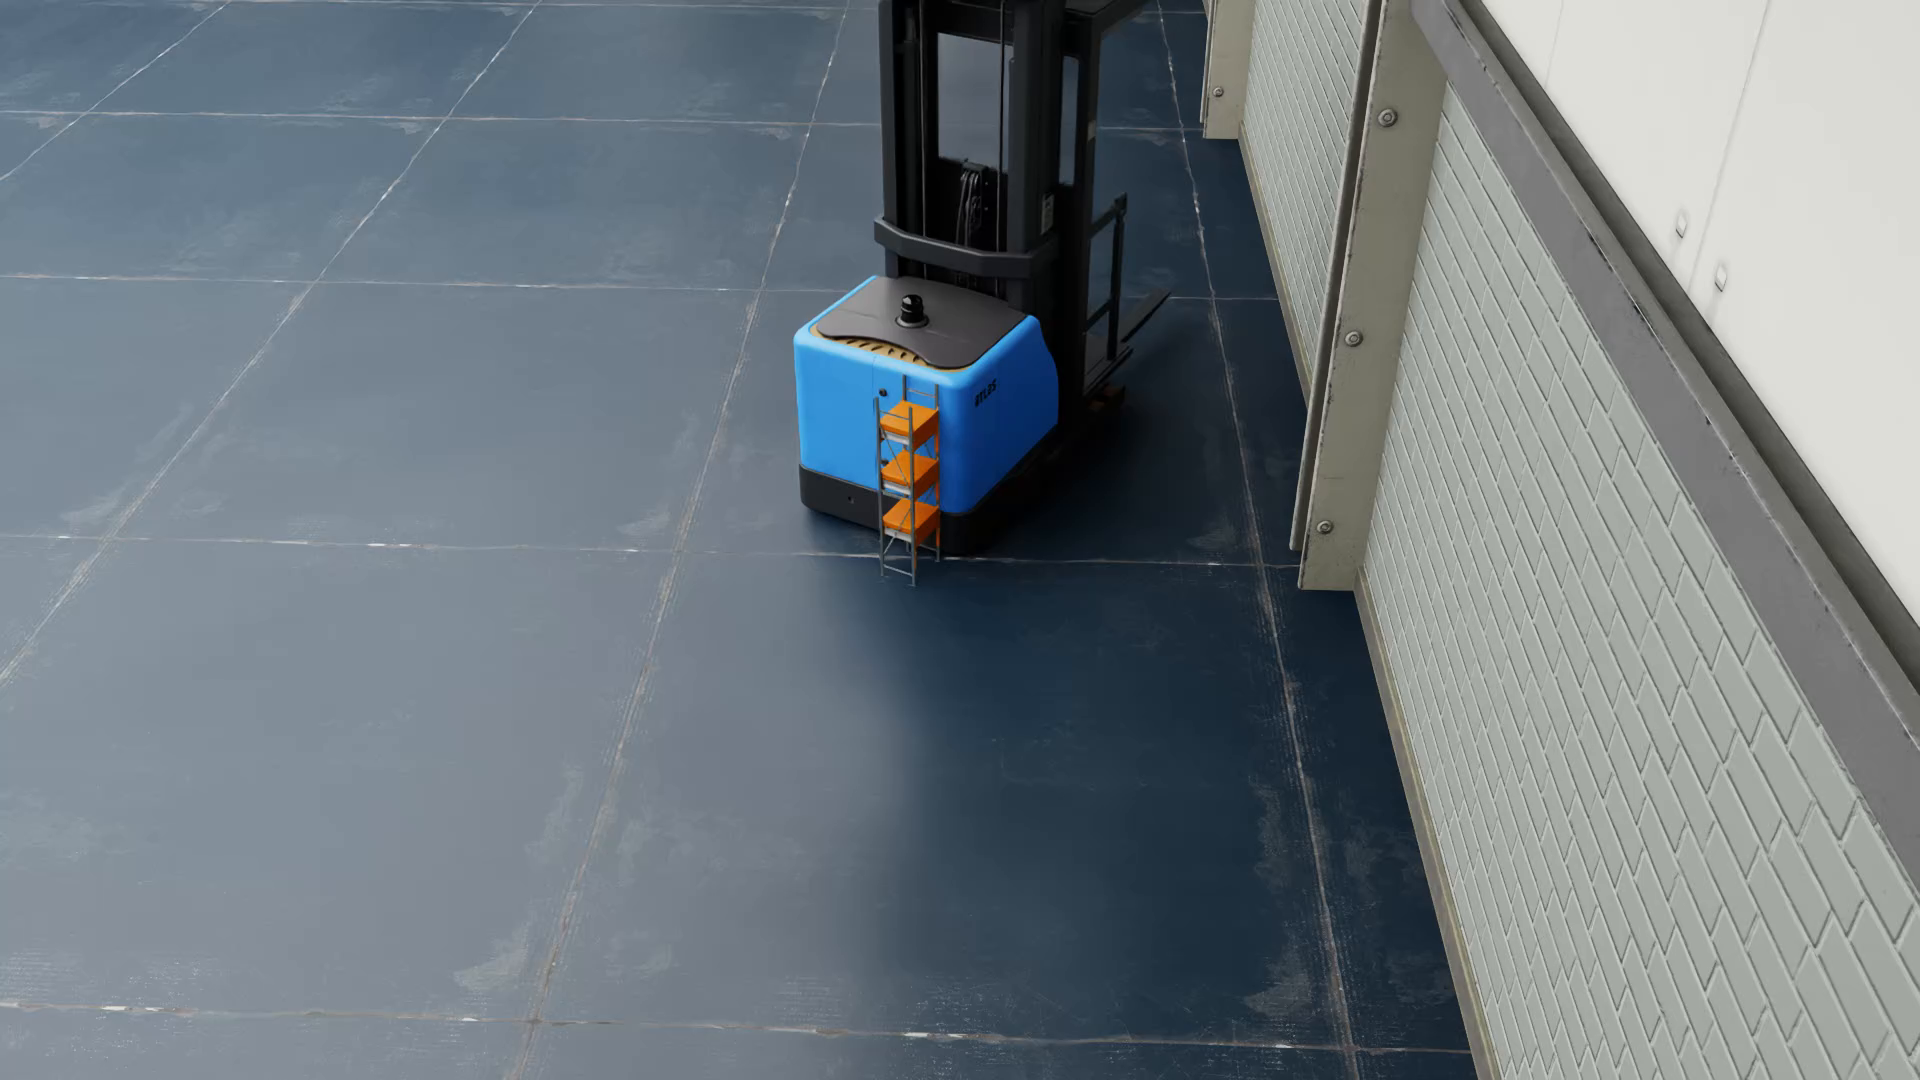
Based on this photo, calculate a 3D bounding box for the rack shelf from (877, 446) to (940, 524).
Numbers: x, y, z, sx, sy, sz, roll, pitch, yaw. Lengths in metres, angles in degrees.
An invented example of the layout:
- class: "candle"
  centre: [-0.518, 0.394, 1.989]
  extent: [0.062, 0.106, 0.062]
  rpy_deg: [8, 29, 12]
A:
- class: "rack shelf"
  centre: [-0.250, -0.270, 8.185]
  extent: [0.215, 0.259, 0.240]
  rpy_deg: [18, 39, 24]

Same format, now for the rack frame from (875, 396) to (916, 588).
- class: "rack frame"
  centre: [-0.310, -0.217, 8.092]
  extent: [0.200, 1.050, 0.008]
  rpy_deg: [18, 39, 24]

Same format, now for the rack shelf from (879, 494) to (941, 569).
- class: "rack shelf"
  centre: [-0.250, -0.042, 8.344]
  extent: [0.215, 0.259, 0.240]
  rpy_deg: [18, 39, 24]

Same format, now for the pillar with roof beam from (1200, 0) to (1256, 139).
- class: "pillar with roof beam"
  centre: [-2.197, -7.092, 10.960]
  extent: [9.100, 9.000, 0.400]
  rpy_deg: [1, 35, 2]

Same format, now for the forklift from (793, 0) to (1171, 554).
- class: "forklift"
  centre: [0.310, -1.954, 8.927]
  extent: [1.130, 2.935, 3.031]
  rpy_deg: [18, 39, 24]

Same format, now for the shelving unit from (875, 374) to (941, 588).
- class: "shelving unit"
  centre: [-0.250, -0.278, 8.179]
  extent: [0.215, 1.050, 0.252]
  rpy_deg: [18, 39, 24]

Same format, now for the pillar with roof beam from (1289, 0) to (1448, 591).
- class: "pillar with roof beam"
  centre: [-2.438, -3.645, 6.055]
  extent: [9.100, 9.000, 0.400]
  rpy_deg: [1, 35, 2]

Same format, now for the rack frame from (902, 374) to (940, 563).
- class: "rack frame"
  centre: [-0.190, -0.339, 8.266]
  extent: [0.200, 1.050, 0.008]
  rpy_deg: [18, 39, 24]

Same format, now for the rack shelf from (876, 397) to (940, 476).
- class: "rack shelf"
  centre: [-0.250, -0.502, 8.021]
  extent: [0.215, 0.259, 0.240]
  rpy_deg: [18, 39, 24]
